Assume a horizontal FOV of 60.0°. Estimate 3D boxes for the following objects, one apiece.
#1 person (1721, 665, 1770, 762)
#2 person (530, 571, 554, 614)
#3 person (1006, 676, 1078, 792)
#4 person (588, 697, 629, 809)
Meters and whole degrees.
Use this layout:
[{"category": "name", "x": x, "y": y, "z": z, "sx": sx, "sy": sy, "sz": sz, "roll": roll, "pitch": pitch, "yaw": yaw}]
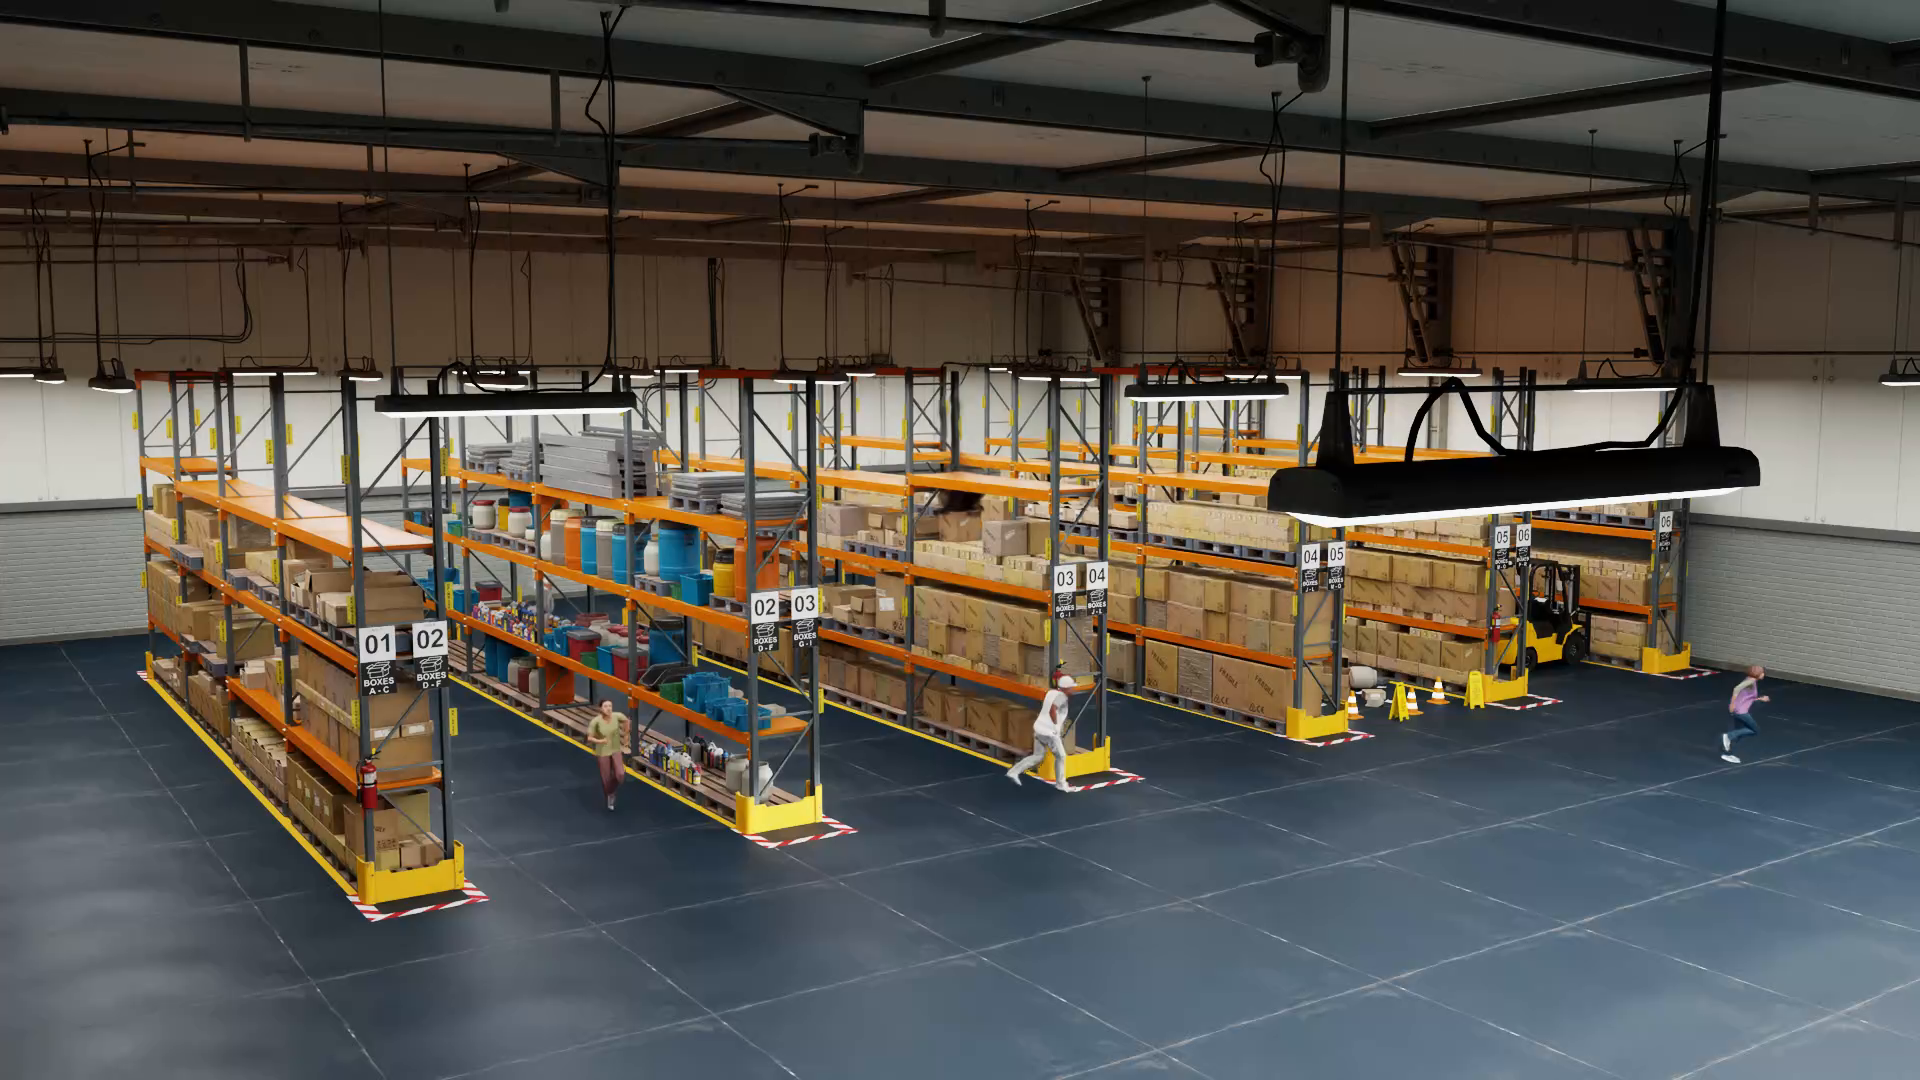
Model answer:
[{"category": "person", "x": 12.161, "y": 2.685, "z": 25.728, "sx": 0.656, "sy": 1.527, "sz": 0.524, "roll": 2, "pitch": 7, "yaw": 18}, {"category": "person", "x": -9.743, "y": 1.130, "z": 38.595, "sx": 0.728, "sy": 1.745, "sz": 0.673, "roll": -1, "pitch": 7, "yaw": -8}, {"category": "person", "x": 1.177, "y": 2.818, "z": 23.840, "sx": 1.050, "sy": 1.728, "sz": 0.716, "roll": -1, "pitch": 7, "yaw": -11}, {"category": "person", "x": -4.800, "y": 2.941, "z": 22.820, "sx": 0.615, "sy": 1.613, "sz": 0.689, "roll": -3, "pitch": 7, "yaw": -25}]
